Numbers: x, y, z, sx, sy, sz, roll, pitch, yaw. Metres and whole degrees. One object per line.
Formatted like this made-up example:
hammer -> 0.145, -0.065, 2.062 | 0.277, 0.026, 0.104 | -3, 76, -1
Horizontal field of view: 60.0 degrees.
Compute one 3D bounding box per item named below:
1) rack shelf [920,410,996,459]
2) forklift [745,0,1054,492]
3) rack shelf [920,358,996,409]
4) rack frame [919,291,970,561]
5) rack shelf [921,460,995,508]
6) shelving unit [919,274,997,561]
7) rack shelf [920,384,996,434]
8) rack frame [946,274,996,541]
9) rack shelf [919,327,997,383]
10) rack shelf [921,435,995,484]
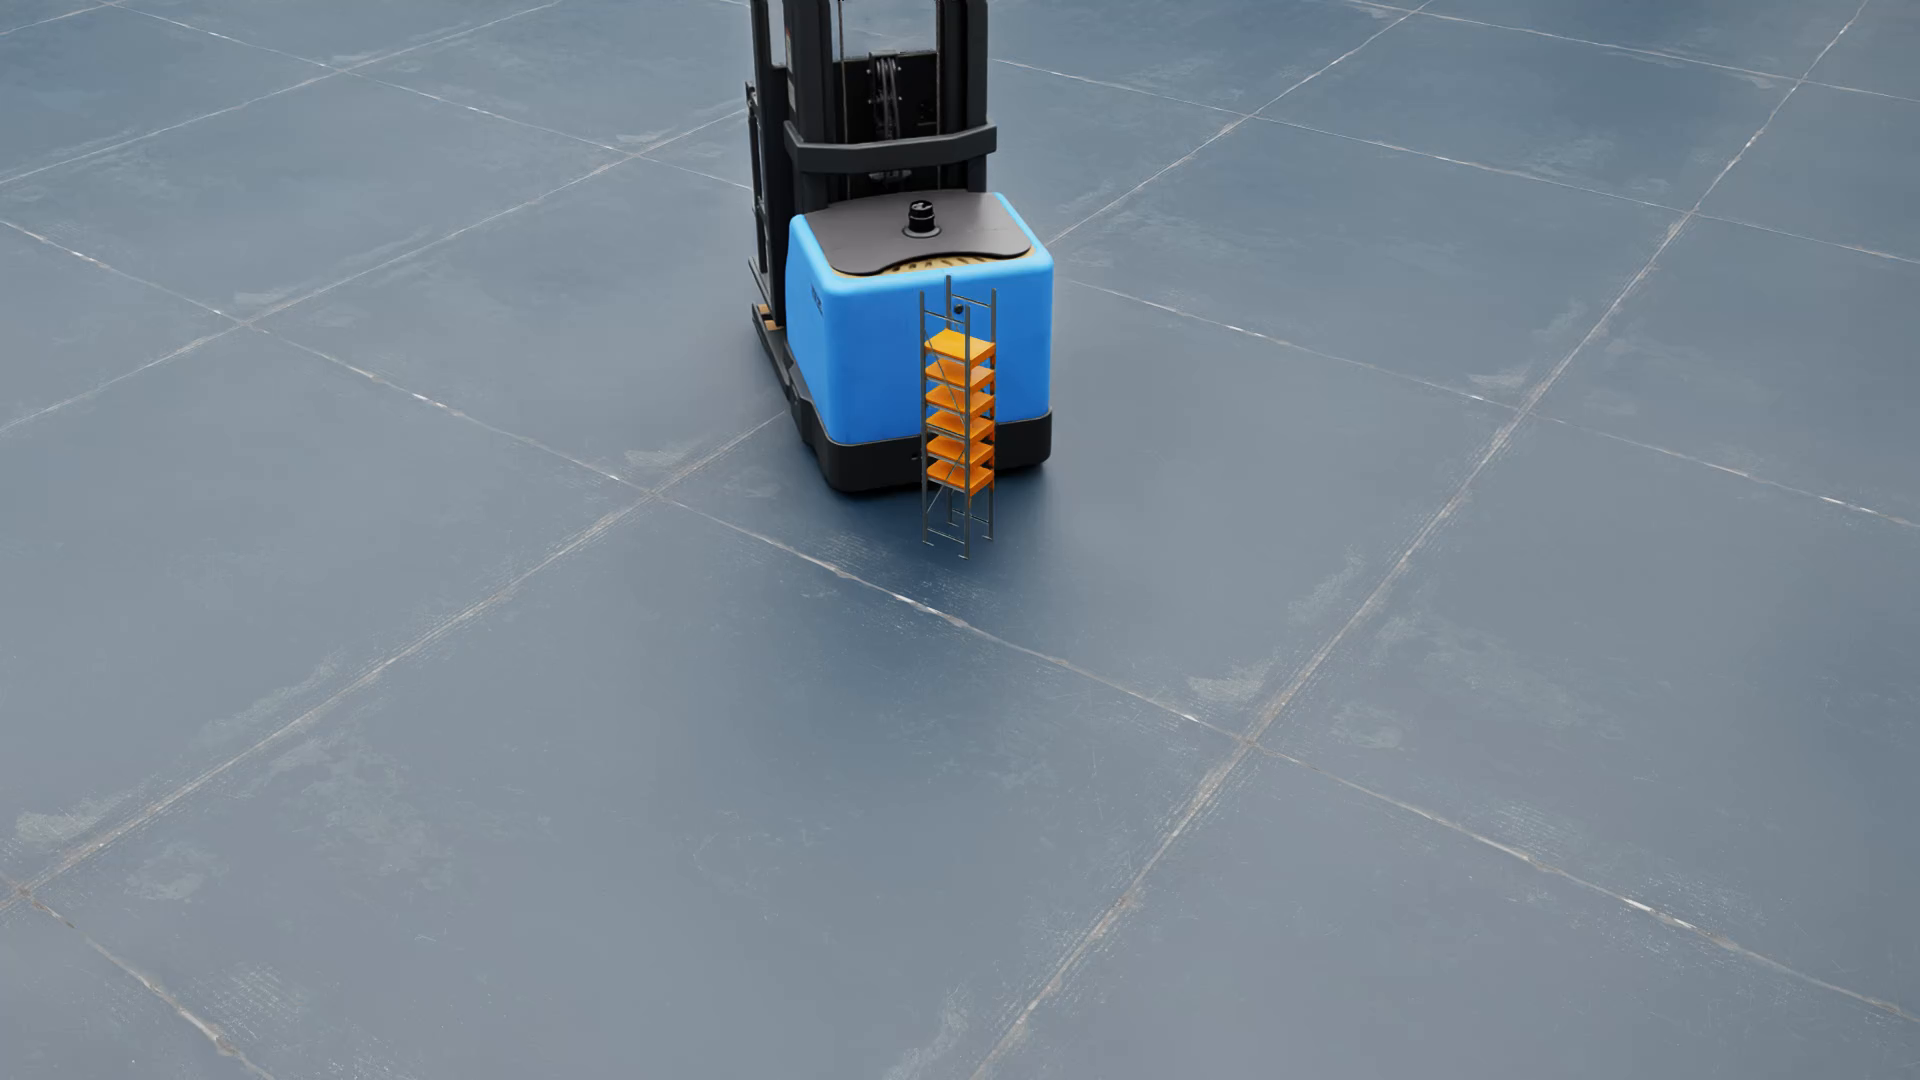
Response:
rack shelf -> -0.008, -0.454, 6.929 | 0.258, 0.103, 0.180 | 21, 39, 28
forklift -> -0.476, -2.253, 7.965 | 1.130, 2.935, 3.031 | -9, 35, -13
rack shelf -> -0.008, -0.652, 6.794 | 0.258, 0.103, 0.180 | 21, 39, 28
rack frame -> -0.060, -0.448, 6.842 | 0.240, 1.200, 0.006 | 21, 39, 28
rack shelf -> -0.008, -0.255, 7.063 | 0.258, 0.103, 0.180 | 21, 39, 28
shelving unit -> -0.008, -0.490, 6.904 | 0.258, 1.200, 0.189 | 21, 39, 28
rack shelf -> -0.008, -0.553, 6.862 | 0.258, 0.103, 0.180 | 21, 39, 28
rack frame -> 0.044, -0.532, 6.966 | 0.240, 1.200, 0.006 | 21, 39, 28
rack shelf -> -0.008, -0.752, 6.727 | 0.258, 0.103, 0.180 | 21, 39, 28
rack shelf -> -0.008, -0.354, 6.996 | 0.258, 0.103, 0.180 | 21, 39, 28
